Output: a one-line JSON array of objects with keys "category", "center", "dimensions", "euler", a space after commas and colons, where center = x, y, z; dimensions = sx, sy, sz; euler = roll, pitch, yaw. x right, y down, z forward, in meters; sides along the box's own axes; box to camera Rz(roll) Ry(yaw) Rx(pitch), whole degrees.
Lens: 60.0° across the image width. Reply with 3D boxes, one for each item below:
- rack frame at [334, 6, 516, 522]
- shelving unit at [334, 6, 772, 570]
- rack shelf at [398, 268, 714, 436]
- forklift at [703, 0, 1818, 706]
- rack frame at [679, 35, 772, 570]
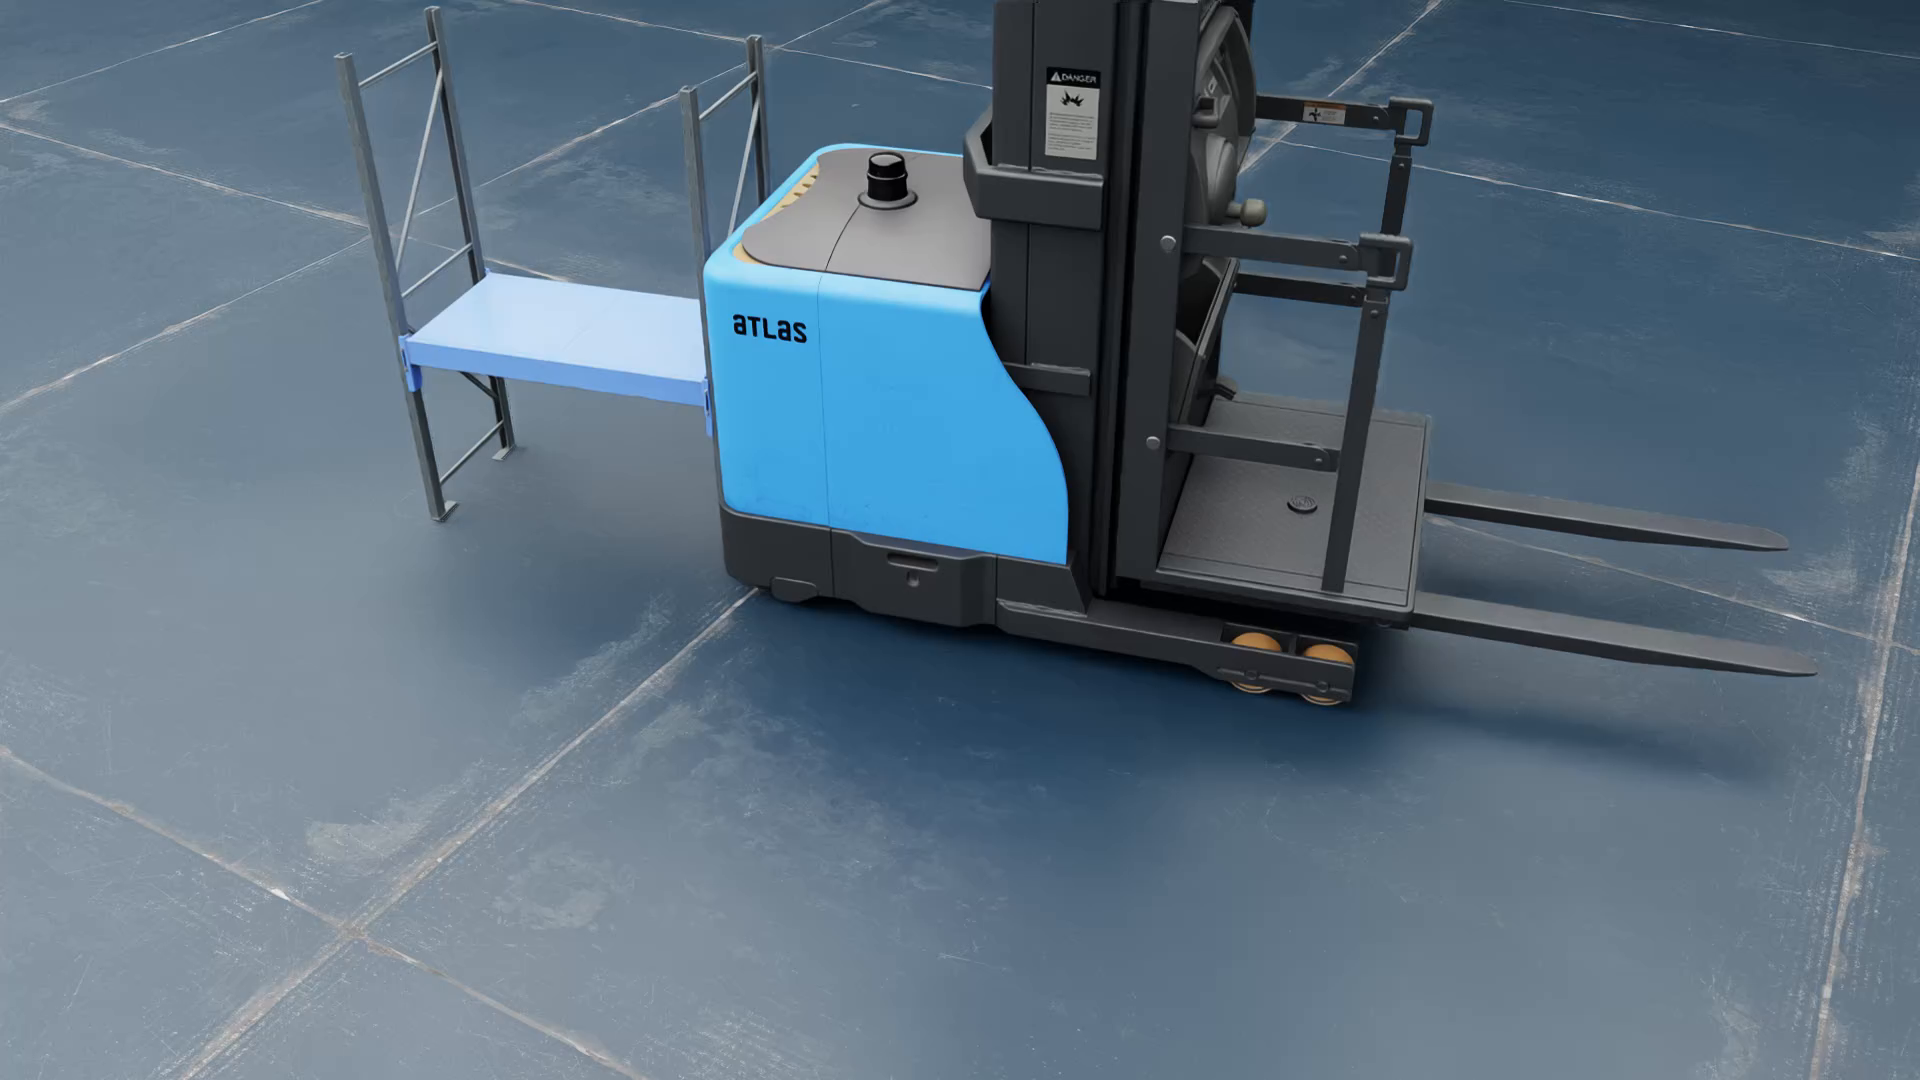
[{"category": "rack frame", "center": [-1.617, -0.819, 5.126], "dimensions": [0.032, 1.500, 0.500], "euler": [9, 35, 13]}, {"category": "shelving unit", "center": [-1.129, -0.741, 5.009], "dimensions": [1.048, 1.500, 0.538], "euler": [9, 35, 13]}, {"category": "rack shelf", "center": [-1.129, -0.591, 5.109], "dimensions": [1.000, 0.185, 0.538], "euler": [9, 35, 13]}, {"category": "forklift", "center": [0.869, -1.095, 4.250], "dimensions": [3.031, 2.935, 1.130], "euler": [9, 35, 13]}, {"category": "rack frame", "center": [-0.640, -0.663, 4.893], "dimensions": [0.032, 1.500, 0.500], "euler": [9, 35, 13]}]
